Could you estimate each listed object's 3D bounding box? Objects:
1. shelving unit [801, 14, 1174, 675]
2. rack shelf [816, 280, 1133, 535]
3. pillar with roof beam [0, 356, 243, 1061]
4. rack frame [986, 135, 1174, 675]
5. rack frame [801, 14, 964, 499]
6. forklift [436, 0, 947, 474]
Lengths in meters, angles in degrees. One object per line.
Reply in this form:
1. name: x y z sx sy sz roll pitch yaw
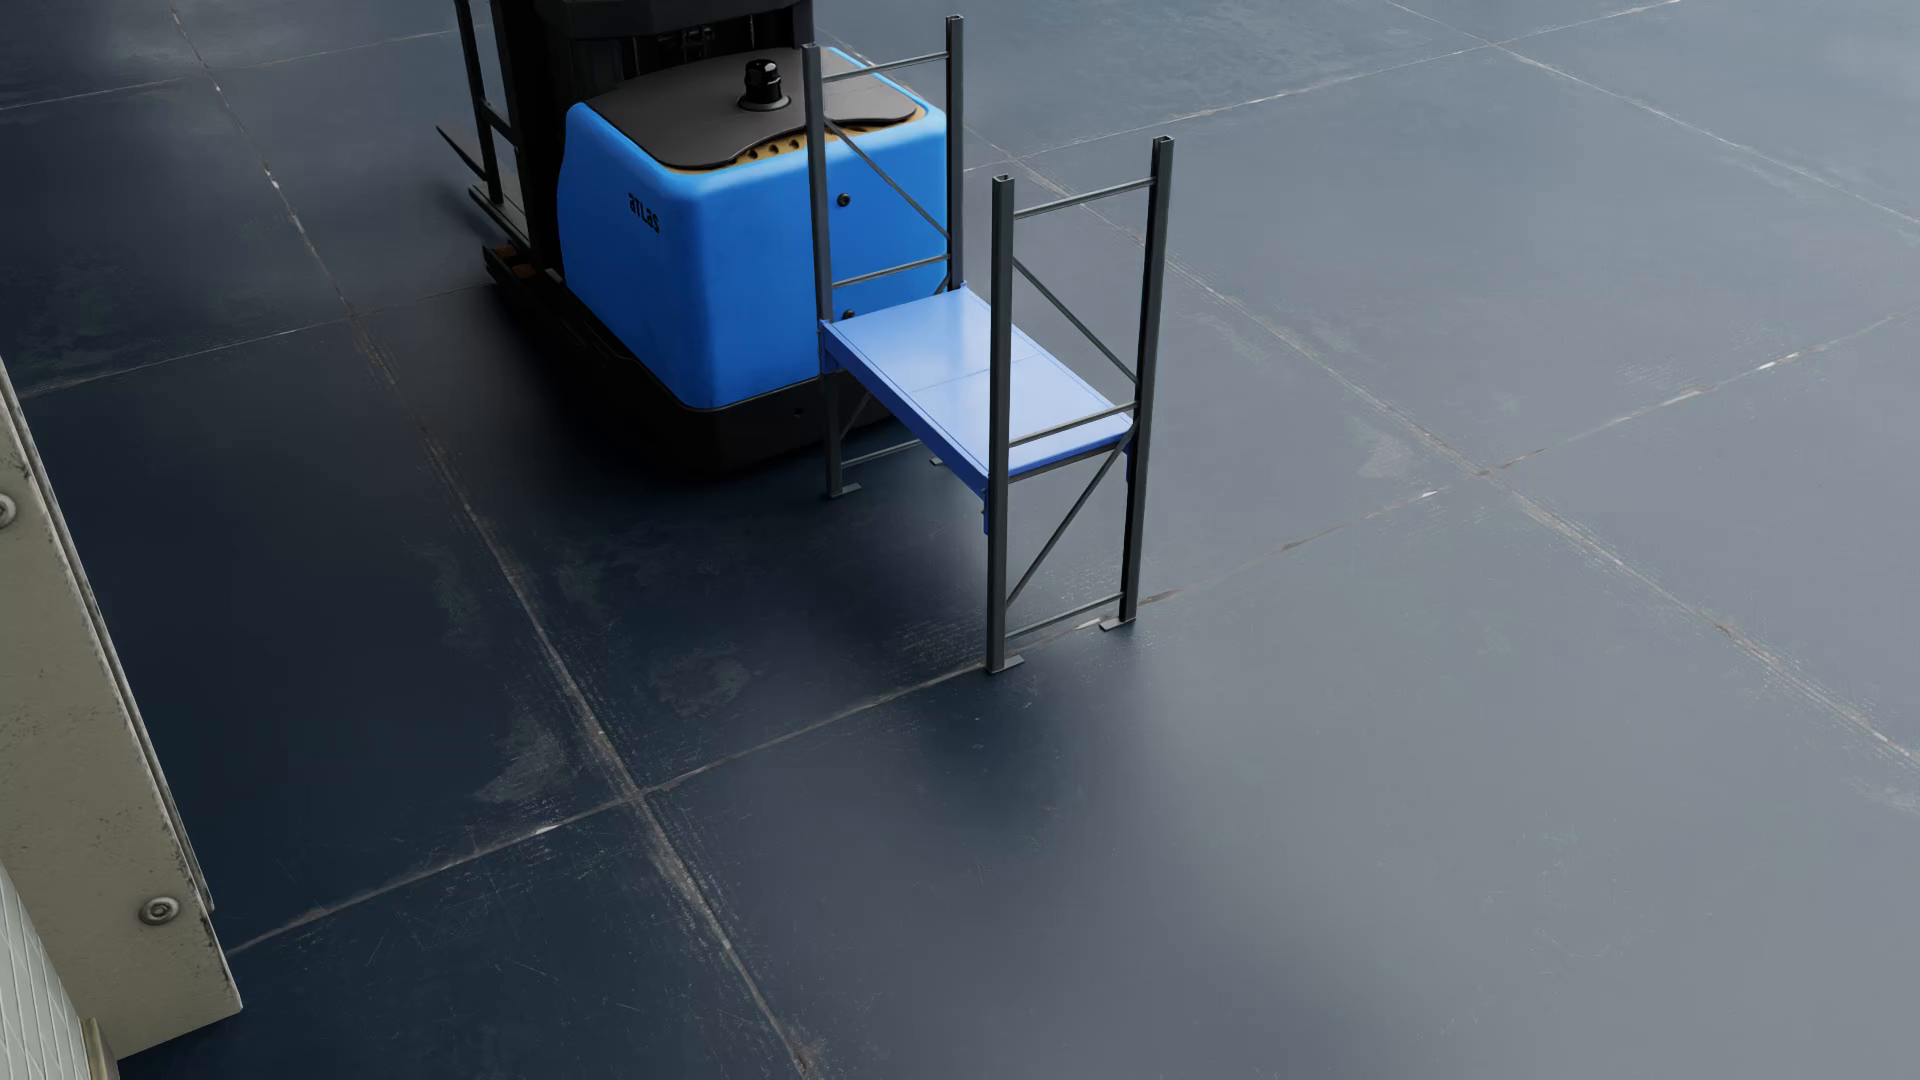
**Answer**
1. shelving unit: 0.043 -0.562 4.748 0.538 1.500 1.048 -19 40 -24
2. rack shelf: 0.043 -0.417 4.854 0.538 0.185 1.000 -19 40 -24
3. pillar with roof beam: 1.858 -3.895 2.953 9.100 9.000 0.400 -19 40 -24
4. rack frame: 0.298 -0.303 4.393 0.500 1.500 0.032 -19 40 -24
5. rack frame: -0.213 -0.821 5.103 0.500 1.500 0.032 -19 40 -24
6. forklift: -1.232 -2.233 5.822 1.130 2.935 3.031 -21 41 -26
